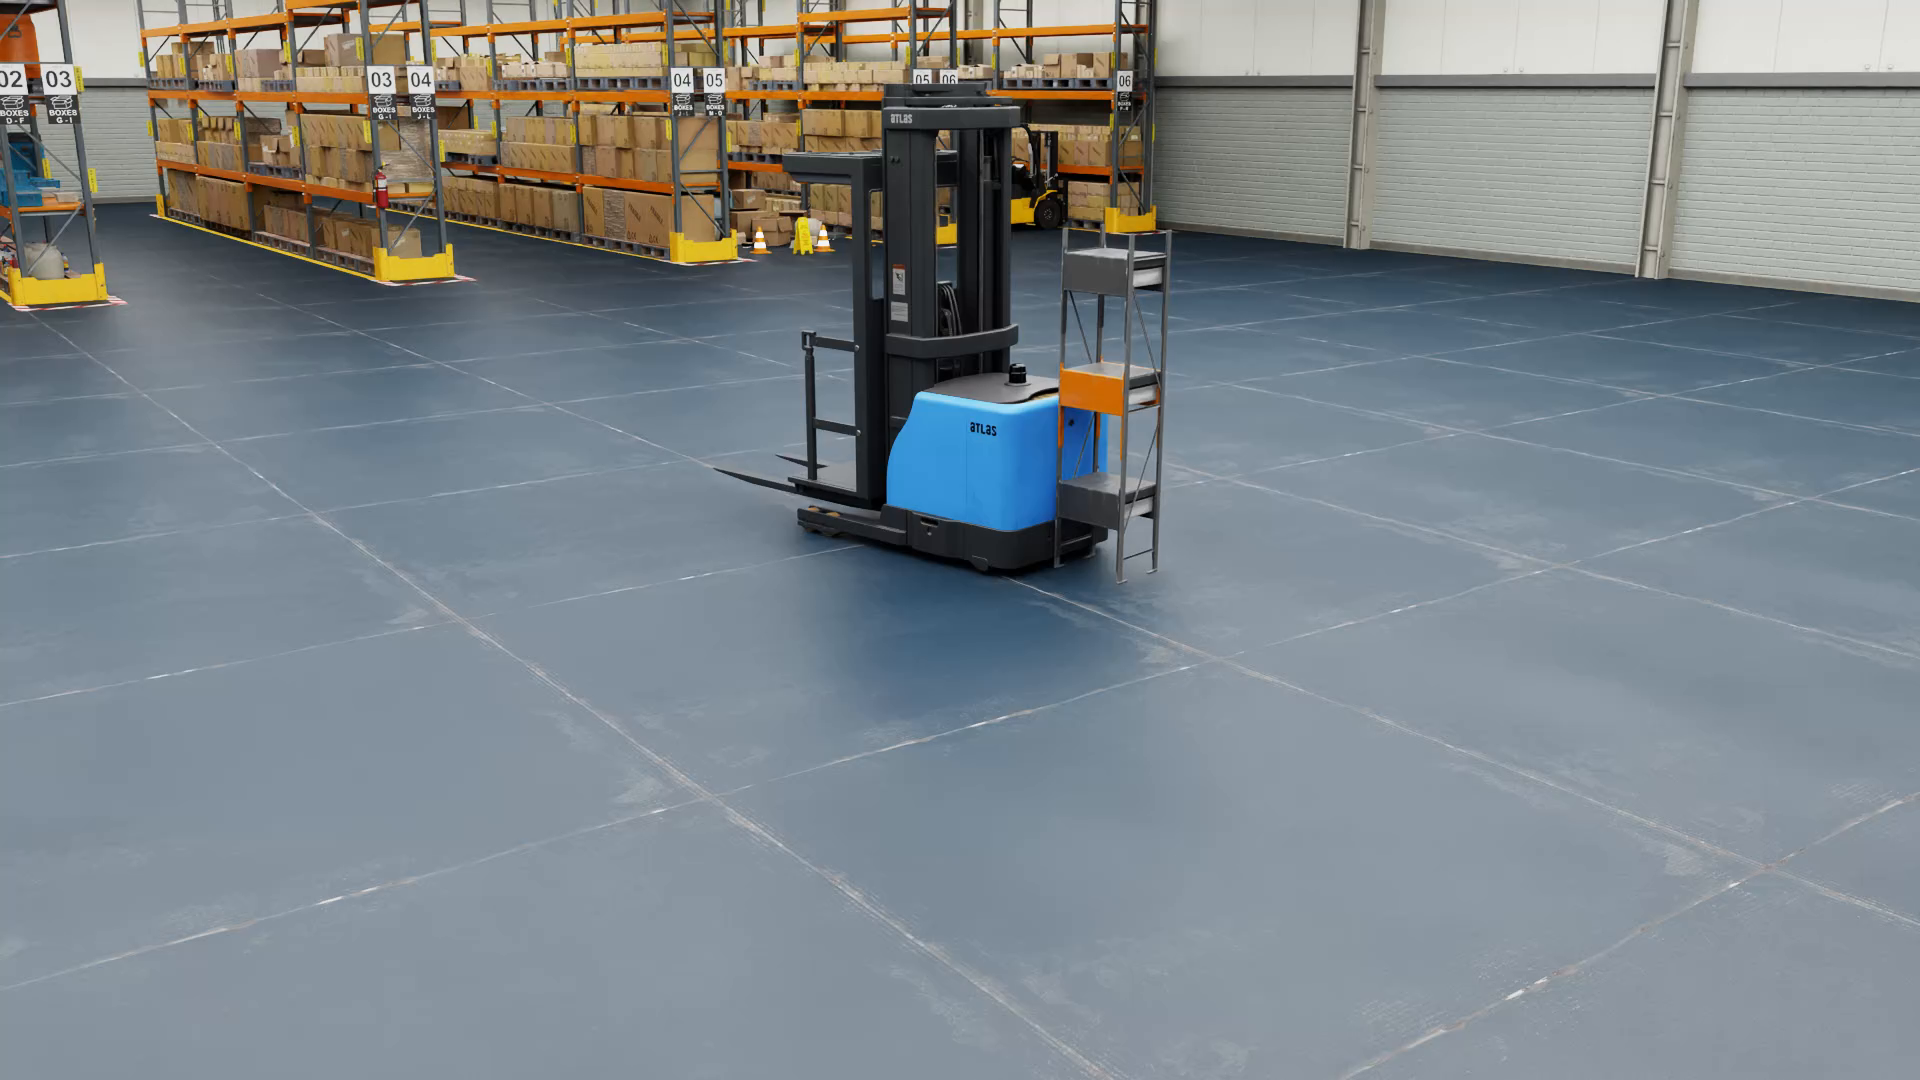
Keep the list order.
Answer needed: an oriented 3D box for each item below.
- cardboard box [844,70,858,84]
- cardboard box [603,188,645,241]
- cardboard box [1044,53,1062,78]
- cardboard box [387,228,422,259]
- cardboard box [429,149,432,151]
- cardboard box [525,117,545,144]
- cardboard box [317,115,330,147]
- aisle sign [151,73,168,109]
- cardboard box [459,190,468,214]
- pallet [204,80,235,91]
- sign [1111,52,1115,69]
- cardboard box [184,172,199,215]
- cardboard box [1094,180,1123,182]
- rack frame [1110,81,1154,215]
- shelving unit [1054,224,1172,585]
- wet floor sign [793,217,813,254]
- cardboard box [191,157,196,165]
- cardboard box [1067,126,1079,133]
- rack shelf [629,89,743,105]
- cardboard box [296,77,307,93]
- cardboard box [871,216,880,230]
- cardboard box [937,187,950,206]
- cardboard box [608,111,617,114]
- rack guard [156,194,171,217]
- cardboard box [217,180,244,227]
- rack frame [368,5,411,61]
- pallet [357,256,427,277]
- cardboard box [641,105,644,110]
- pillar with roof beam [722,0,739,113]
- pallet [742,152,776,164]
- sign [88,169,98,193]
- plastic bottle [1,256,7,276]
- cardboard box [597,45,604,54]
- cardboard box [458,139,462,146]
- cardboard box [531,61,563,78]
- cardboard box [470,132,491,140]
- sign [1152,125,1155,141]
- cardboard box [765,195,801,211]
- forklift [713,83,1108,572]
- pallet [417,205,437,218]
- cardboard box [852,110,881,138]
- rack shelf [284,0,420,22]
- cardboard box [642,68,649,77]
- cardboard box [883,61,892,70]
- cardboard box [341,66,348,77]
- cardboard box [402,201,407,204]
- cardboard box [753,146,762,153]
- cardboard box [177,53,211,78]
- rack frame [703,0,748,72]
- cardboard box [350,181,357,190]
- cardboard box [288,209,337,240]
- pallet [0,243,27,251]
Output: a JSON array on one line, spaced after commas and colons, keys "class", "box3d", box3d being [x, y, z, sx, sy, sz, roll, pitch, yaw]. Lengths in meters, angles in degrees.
[{"class": "cardboard box", "box3d": [-1.916, -8.997, 32.306, 0.500, 0.250, 0.500, -11, 19, -34]}, {"class": "cardboard box", "box3d": [-5.944, -5.992, 30.516, 0.875, 0.875, 0.875, -11, 19, -34]}, {"class": "cardboard box", "box3d": [2.227, -10.027, 35.168, 0.797, 0.503, 0.637, -10, 18, -33]}, {"class": "cardboard box", "box3d": [-8.864, -4.682, 26.439, 0.500, 0.500, 0.500, -7, 17, -24]}, {"class": "cardboard box", "box3d": [-11.635, -8.785, 37.173, 0.380, 0.149, 0.250, -12, 19, -37]}, {"class": "cardboard box", "box3d": [-8.285, -8.221, 33.349, 0.700, 0.500, 0.500, -11, 19, -35]}, {"class": "cardboard box", "box3d": [-10.214, -6.728, 27.329, 0.500, 0.500, 0.500, -11, 19, -35]}, {"class": "aisle sign", "box3d": [-18.203, -10.188, 37.693, 0.394, 0.787, 0.004, -11, 19, -35]}, {"class": "cardboard box", "box3d": [-10.643, -7.435, 36.498, 0.500, 0.500, 0.500, -10, 18, -34]}, {"class": "pallet", "box3d": [-14.295, -8.980, 32.881, 1.003, 0.211, 1.213, -10, 18, -32]}, {"class": "sign", "box3d": [3.071, -9.613, 33.306, 0.100, 0.325, 0.005, -11, 19, -35]}, {"class": "cardboard box", "box3d": [-16.418, -7.634, 36.517, 0.875, 0.875, 0.875, -11, 19, -35]}, {"class": "cardboard box", "box3d": [3.092, -7.455, 35.151, 0.500, 0.250, 0.500, -11, 19, -34]}, {"class": "rack frame", "box3d": [3.519, -7.858, 34.105, 1.000, 3.000, 0.127, -11, 19, -35]}, {"class": "shelving unit", "box3d": [0.918, -0.825, 10.102, 0.503, 2.100, 0.431, 14, 21, 40]}, {"class": "wet floor sign", "box3d": [-2.820, -5.463, 29.813, 0.232, 0.644, 0.267, 14, 21, 42]}, {"class": "cardboard box", "box3d": [-16.010, -8.004, 35.115, 0.380, 0.149, 0.250, -11, 19, -34]}, {"class": "cardboard box", "box3d": [2.462, -8.609, 34.868, 0.380, 0.149, 0.250, -10, 18, -33]}, {"class": "rack shelf", "box3d": [-6.374, -10.322, 38.788, 1.077, 0.370, 4.000, -11, 19, -35]}, {"class": "cardboard box", "box3d": [-10.805, -7.642, 27.916, 0.500, 0.250, 0.500, -12, 19, -37]}, {"class": "cardboard box", "box3d": [-1.485, -6.206, 32.482, 0.500, 0.250, 0.500, -11, 19, -34]}, {"class": "cardboard box", "box3d": [-0.043, -8.206, 39.080, 0.875, 0.625, 0.625, -12, 19, -37]}, {"class": "cardboard box", "box3d": [-8.343, -10.347, 41.117, 0.500, 0.500, 0.500, -11, 19, -35]}, {"class": "rack guard", "box3d": [-17.932, -7.765, 38.499, 1.175, 0.500, 0.348, -11, 19, -35]}, {"class": "cardboard box", "box3d": [-14.121, -6.777, 33.384, 1.225, 0.875, 0.875, -11, 19, -34]}, {"class": "rack frame", "box3d": [-13.846, -12.607, 40.092, 1.000, 3.000, 0.127, -11, 19, -35]}, {"class": "pallet", "box3d": [-9.004, -4.399, 26.749, 1.003, 0.211, 1.213, -11, 19, -35]}, {"class": "cardboard box", "box3d": [-7.689, -10.653, 41.003, 0.380, 0.149, 0.250, -11, 19, -34]}, {"class": "pillar with roof beam", "box3d": [-10.227, -14.216, 45.970, 9.100, 9.000, 0.400, -11, 19, -35]}, {"class": "pallet", "box3d": [-4.001, -8.286, 36.033, 1.003, 0.211, 1.213, -11, 19, -35]}, {"class": "sign", "box3d": [-12.069, -4.998, 23.131, 0.100, 0.325, 0.005, -11, 19, -35]}, {"class": "plastic bottle", "box3d": [-14.035, -4.028, 24.424, 0.061, 0.283, 0.133, -10, 18, -33]}, {"class": "cardboard box", "box3d": [-6.251, -8.764, 29.714, 0.380, 0.149, 0.250, -11, 19, -34]}, {"class": "cardboard box", "box3d": [-10.562, -8.540, 35.714, 0.380, 0.149, 0.250, -10, 18, -33]}, {"class": "cardboard box", "box3d": [-7.999, -9.146, 32.312, 0.500, 0.311, 0.500, -12, 19, -37]}, {"class": "cardboard box", "box3d": [-10.102, -8.517, 35.066, 0.380, 0.149, 0.250, -10, 18, -33]}, {"class": "sign", "box3d": [3.971, -8.399, 34.291, 0.100, 0.325, 0.005, -11, 19, -35]}, {"class": "cardboard box", "box3d": [-3.992, -7.289, 36.208, 0.950, 0.372, 0.625, -10, 18, -33]}, {"class": "forklift", "box3d": [-0.465, -1.525, 11.096, 3.031, 2.935, 1.130, 13, 20, 40]}, {"class": "pallet", "box3d": [-11.918, -7.652, 38.636, 1.003, 0.211, 1.213, -11, 19, -35]}, {"class": "cardboard box", "box3d": [-1.646, -8.038, 32.116, 0.700, 0.500, 0.500, -11, 19, -35]}, {"class": "rack shelf", "box3d": [-9.686, -8.521, 26.531, 1.077, 0.370, 4.000, -11, 19, -35]}, {"class": "cardboard box", "box3d": [-5.208, -8.001, 28.434, 0.380, 0.149, 0.250, -11, 19, -34]}, {"class": "cardboard box", "box3d": [-1.217, -8.936, 31.328, 0.380, 0.149, 0.250, -11, 19, -35]}, {"class": "cardboard box", "box3d": [-9.401, -7.291, 25.881, 0.380, 0.149, 0.250, -11, 19, -34]}, {"class": "cardboard box", "box3d": [-13.061, -8.106, 39.617, 0.380, 0.149, 0.250, -12, 19, -37]}, {"class": "cardboard box", "box3d": [-4.246, -8.426, 35.859, 0.380, 0.149, 0.250, -10, 18, -33]}, {"class": "cardboard box", "box3d": [-16.075, -10.015, 35.128, 0.700, 0.500, 0.500, -12, 20, -38]}, {"class": "rack frame", "box3d": [-5.198, -11.689, 36.737, 1.000, 3.000, 0.127, -11, 19, -35]}, {"class": "cardboard box", "box3d": [-9.593, -5.721, 26.772, 0.380, 0.149, 0.250, -11, 19, -35]}, {"class": "cardboard box", "box3d": [-11.800, -5.768, 30.370, 0.700, 0.500, 0.500, -13, 20, -39]}, {"class": "pallet", "box3d": [-16.796, -4.972, 28.842, 1.003, 0.211, 1.213, -11, 19, -35]}]
